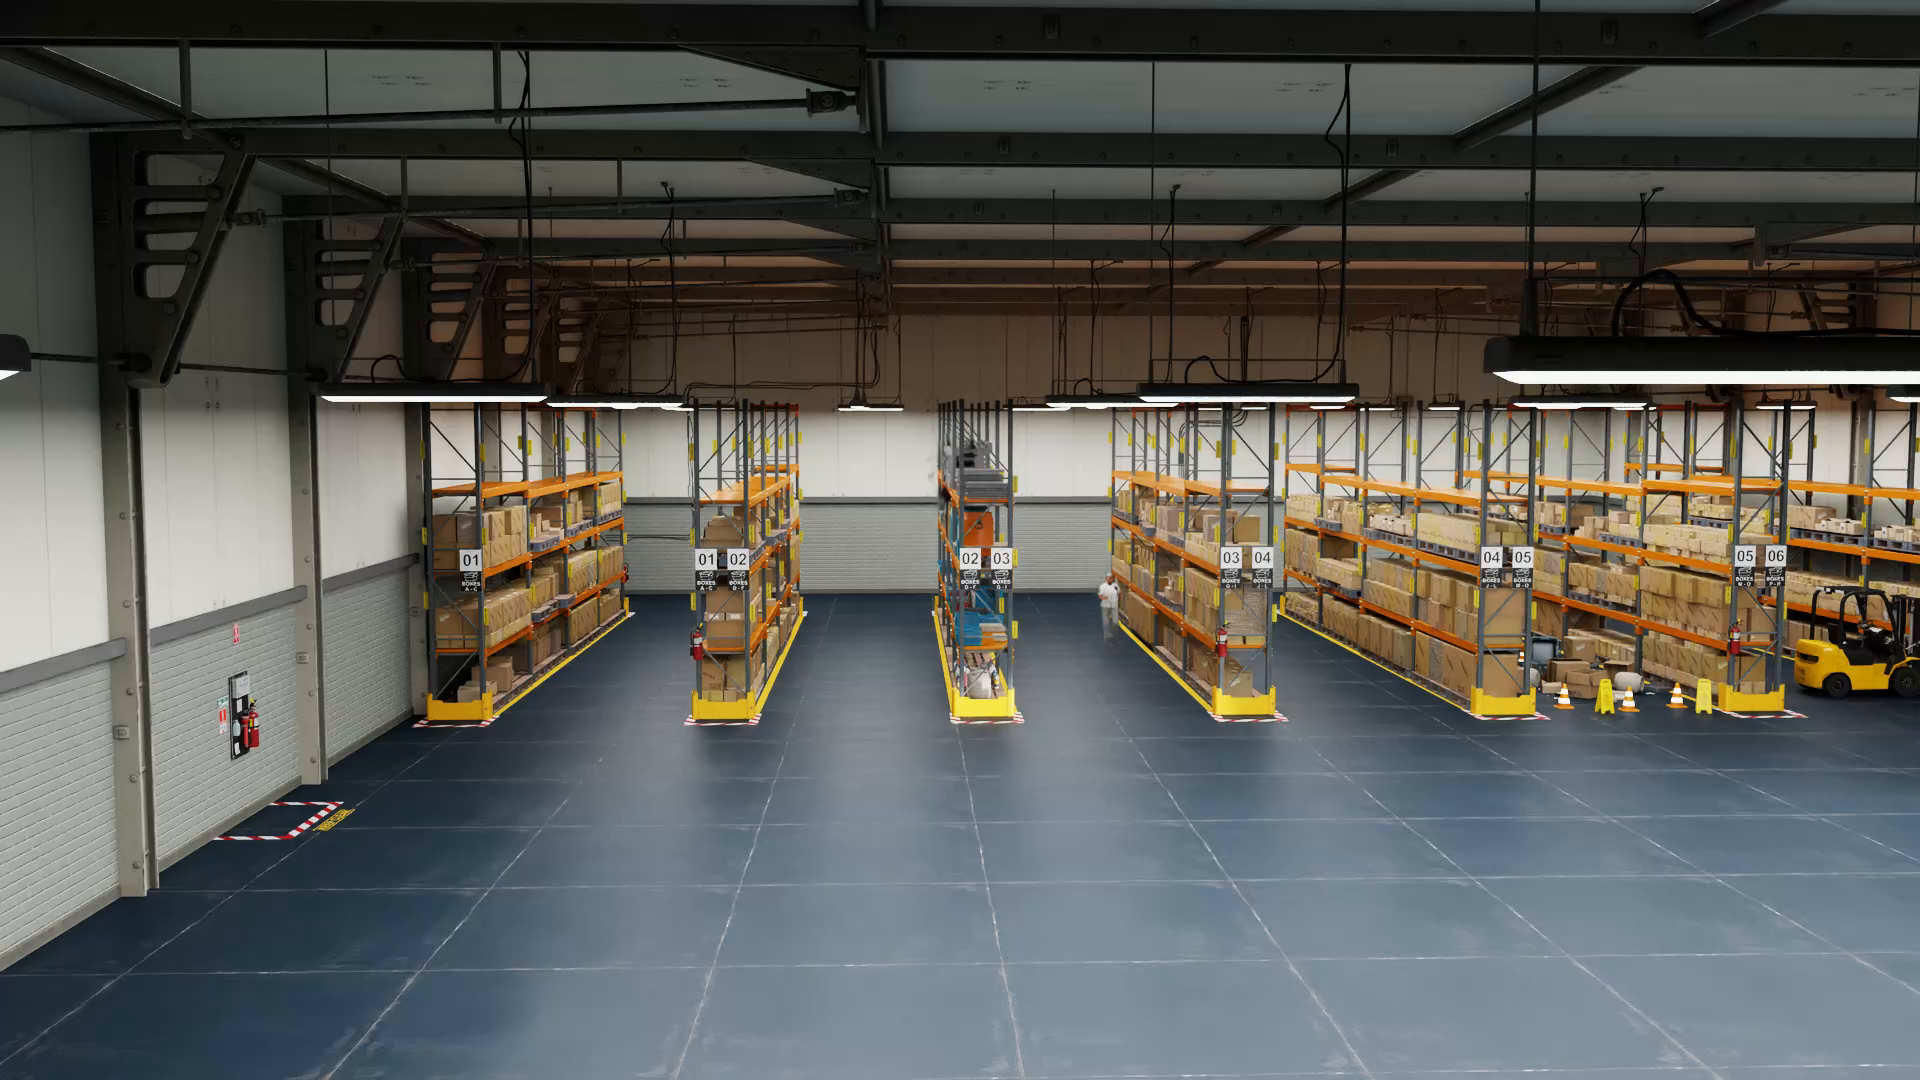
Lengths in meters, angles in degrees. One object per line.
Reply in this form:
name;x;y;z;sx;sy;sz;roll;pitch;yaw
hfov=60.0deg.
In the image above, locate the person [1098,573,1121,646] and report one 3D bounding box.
person;3.577;1.648;39.446;0.587;1.732;0.607;0;4;-5
